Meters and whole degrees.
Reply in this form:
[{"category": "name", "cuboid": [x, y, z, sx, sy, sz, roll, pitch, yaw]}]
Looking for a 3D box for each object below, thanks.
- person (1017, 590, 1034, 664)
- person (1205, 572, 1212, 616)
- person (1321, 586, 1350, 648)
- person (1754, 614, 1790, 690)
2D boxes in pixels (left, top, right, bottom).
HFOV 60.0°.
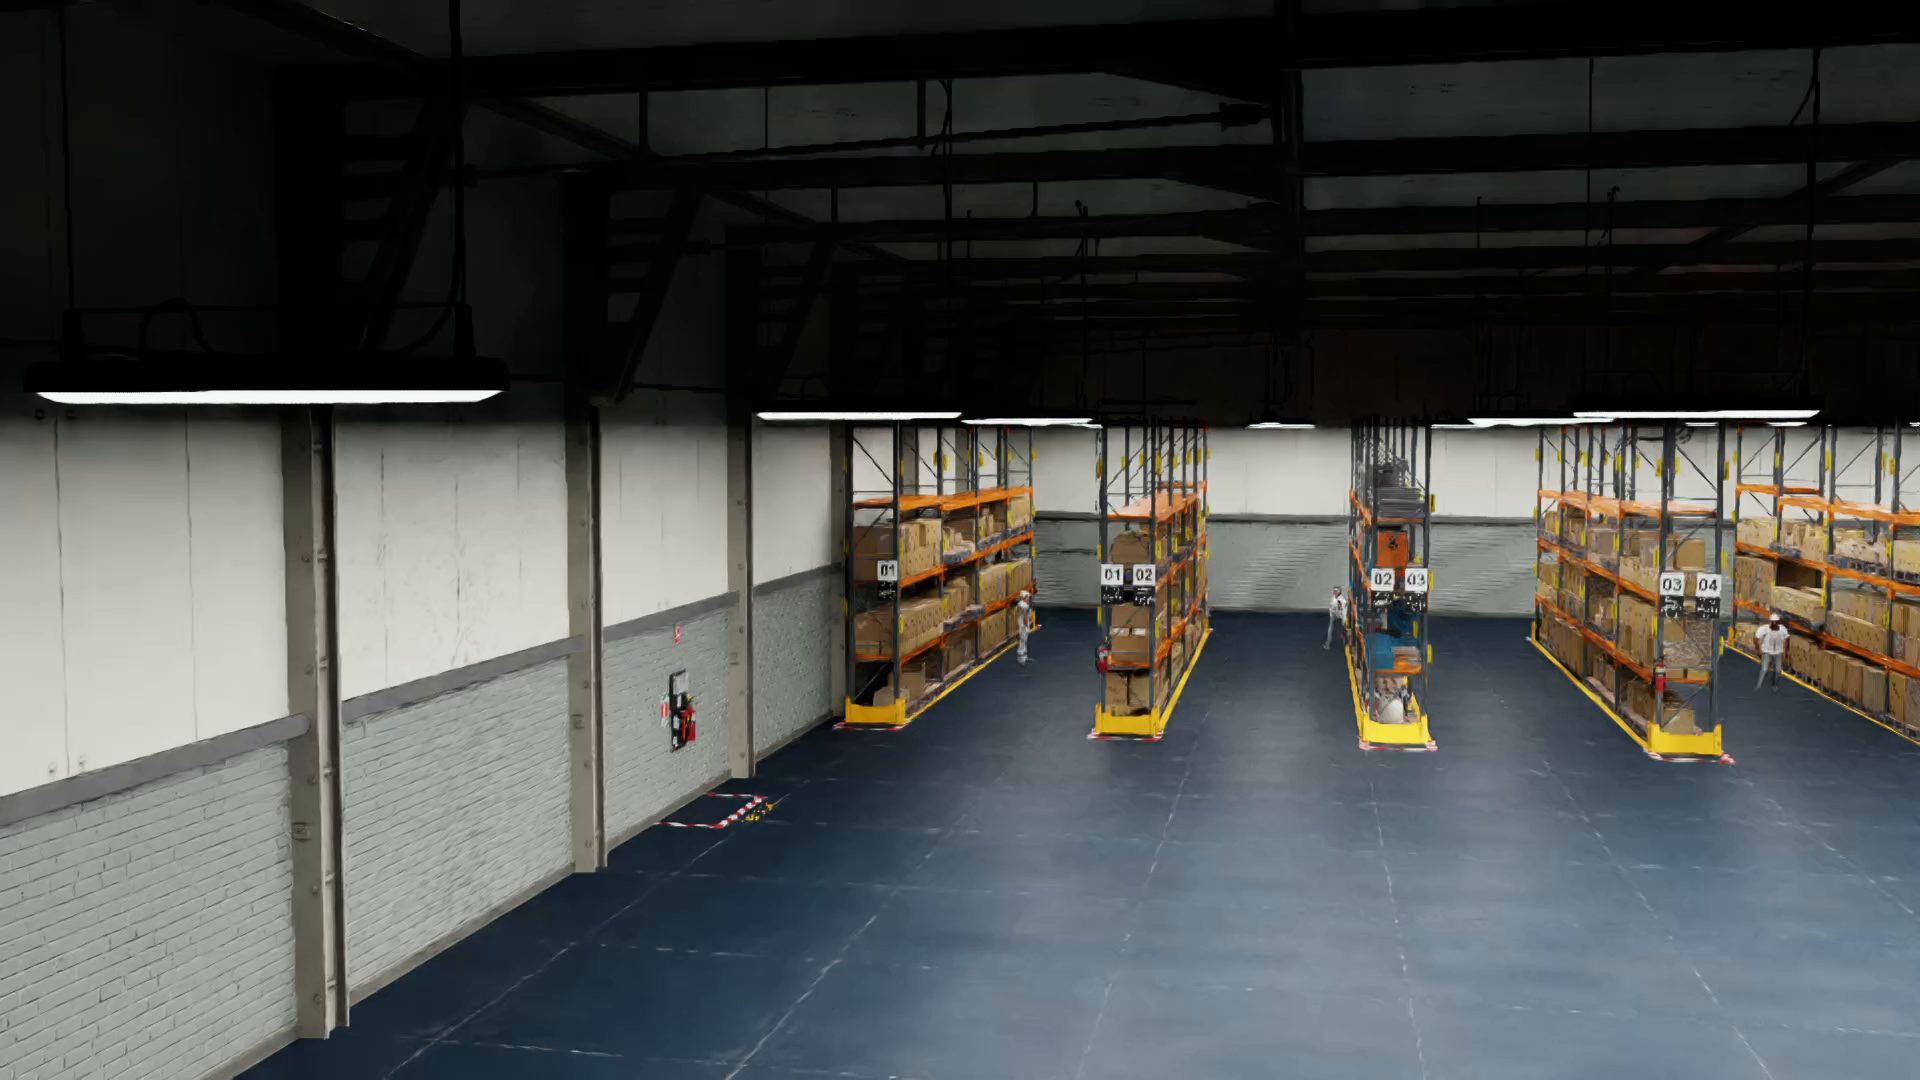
[{"category": "person", "cuboid": [1.607, 2.108, 40.526, 0.471, 1.789, 0.622, -1, 4, -10]}, {"category": "person", "cuboid": [7.298, 1.472, 50.868, 0.701, 1.719, 0.849, 0, 4, -5]}, {"category": "person", "cuboid": [9.849, 2.012, 43.395, 0.523, 1.631, 0.903, 3, 5, 40]}, {"category": "person", "cuboid": [17.753, 2.453, 36.367, 0.719, 1.714, 0.578, 1, 4, 10]}]
